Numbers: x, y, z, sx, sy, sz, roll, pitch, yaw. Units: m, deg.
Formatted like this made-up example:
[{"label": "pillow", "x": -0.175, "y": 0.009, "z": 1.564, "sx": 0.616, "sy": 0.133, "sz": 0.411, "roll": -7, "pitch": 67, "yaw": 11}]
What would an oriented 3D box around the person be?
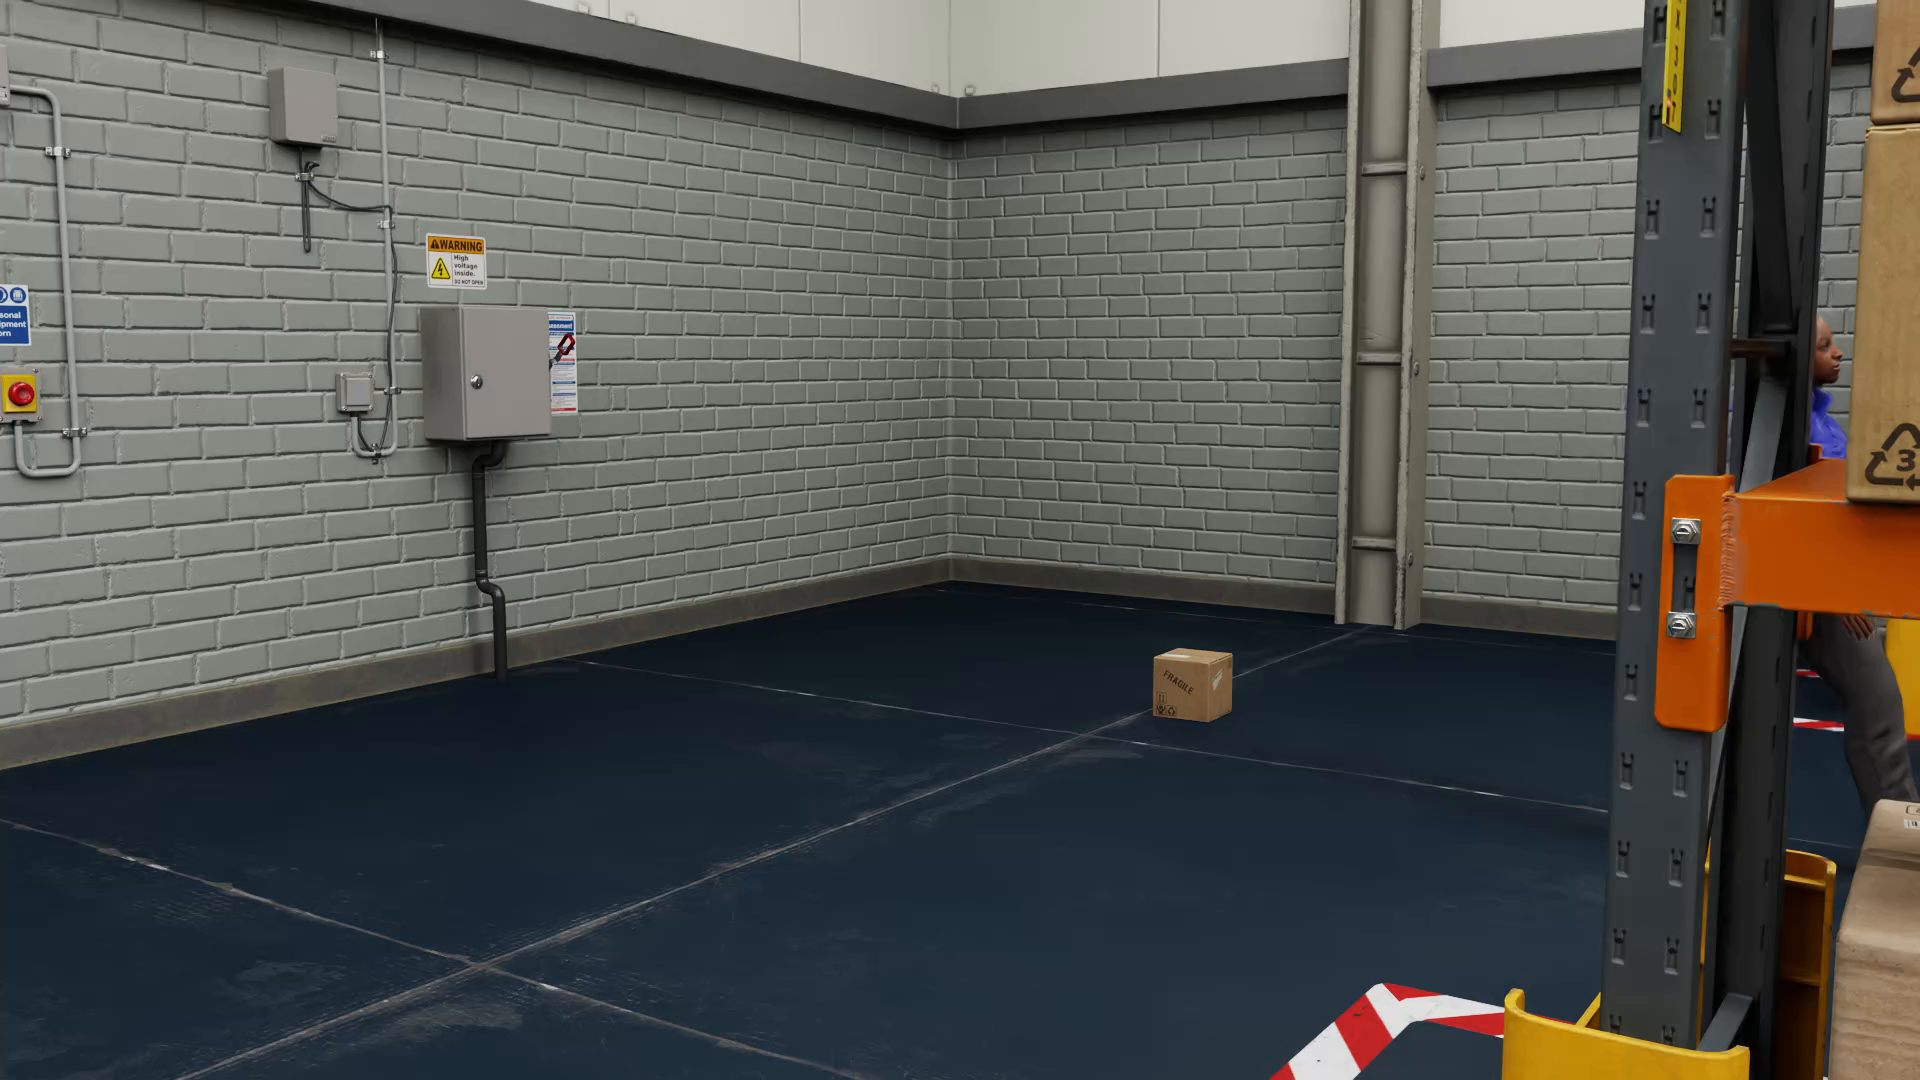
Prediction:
[{"label": "person", "x": 2.452, "y": 0.132, "z": 4.810, "sx": 0.442, "sy": 1.593, "sz": 0.991, "roll": -5, "pitch": 8, "yaw": -39}]
